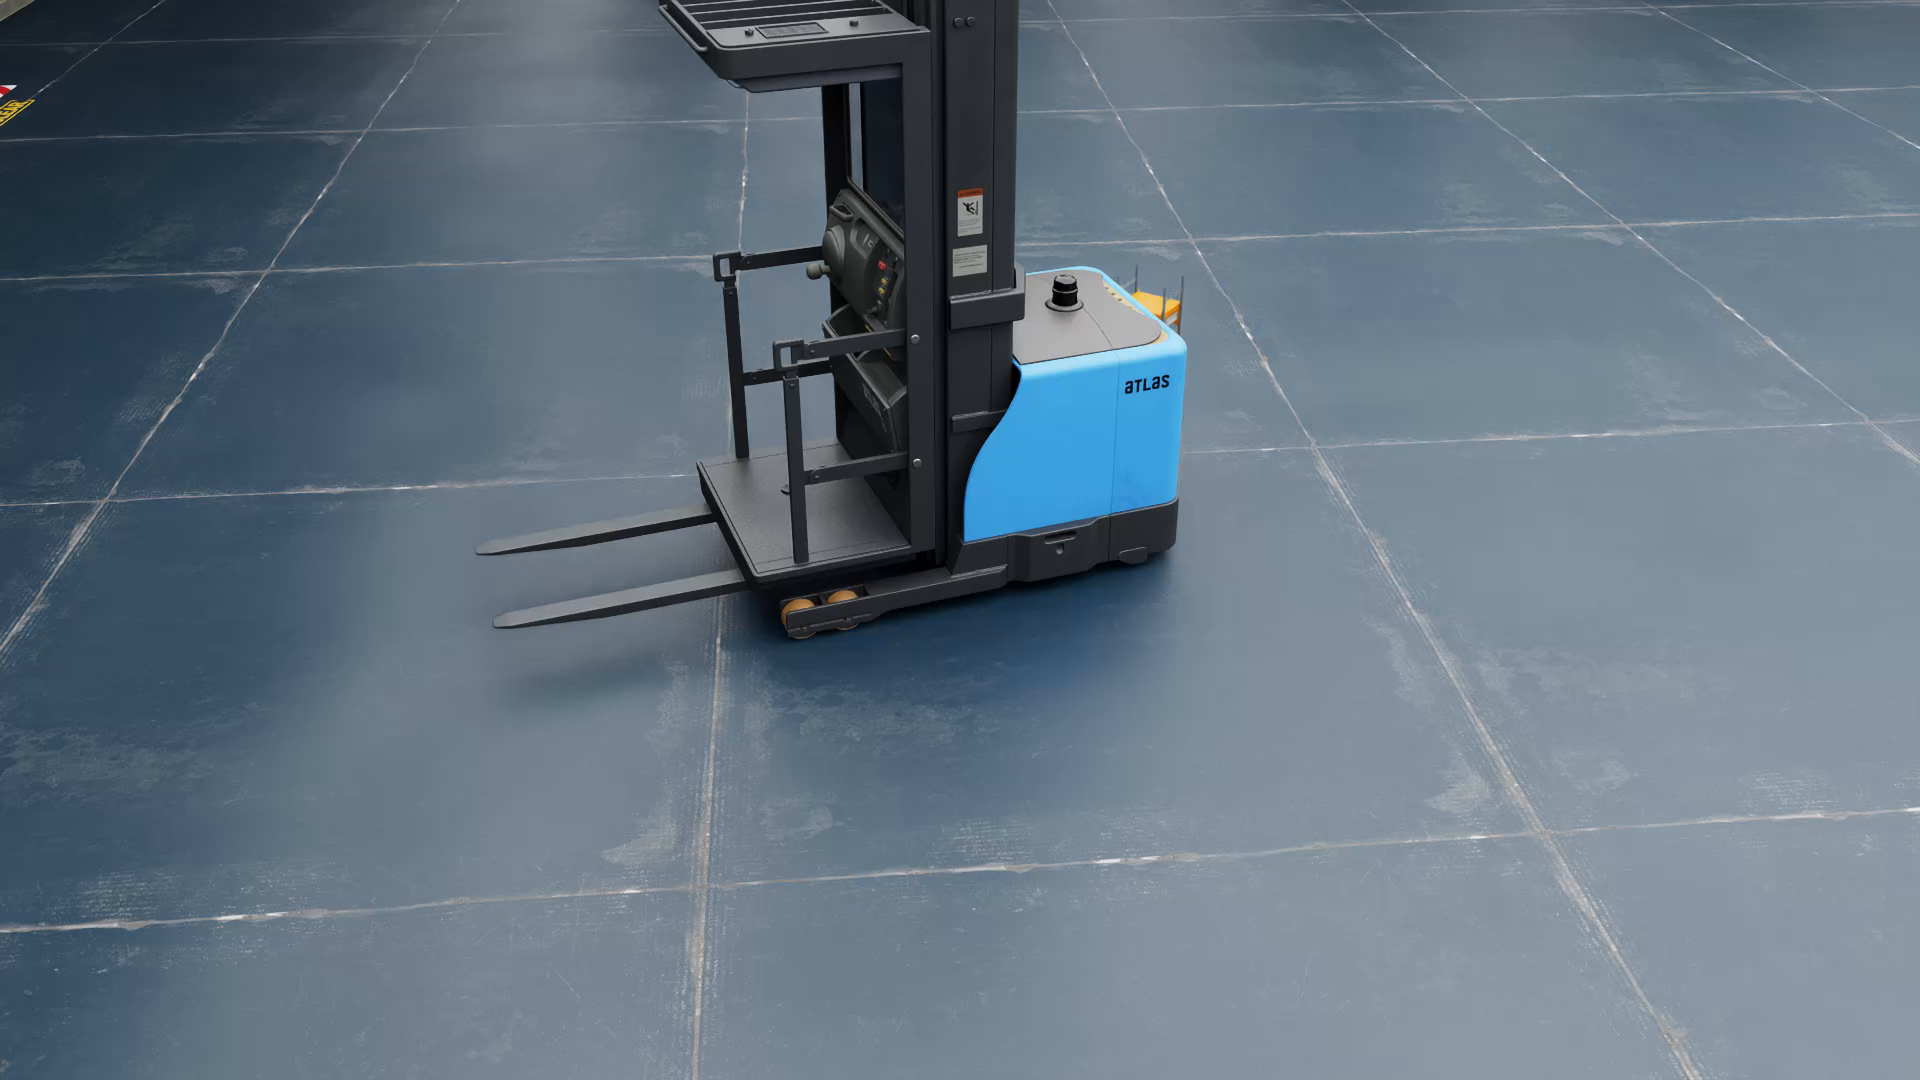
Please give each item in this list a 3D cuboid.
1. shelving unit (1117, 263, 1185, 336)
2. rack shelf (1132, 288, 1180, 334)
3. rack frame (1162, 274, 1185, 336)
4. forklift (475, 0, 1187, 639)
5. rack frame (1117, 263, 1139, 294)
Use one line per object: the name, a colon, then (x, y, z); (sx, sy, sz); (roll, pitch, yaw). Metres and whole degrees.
shelving unit: (0.894, -0.787, 8.044); (0.252, 1.050, 0.215); (19, 36, 29)
rack shelf: (0.894, -1.022, 7.904); (0.240, 0.259, 0.215); (19, 36, 29)
rack frame: (0.995, -0.752, 7.986); (0.008, 1.050, 0.200); (19, 36, 29)
forklift: (-0.585, -1.146, 6.810); (3.031, 2.935, 1.130); (-11, 33, -18)
rack frame: (0.793, -0.822, 8.102); (0.008, 1.050, 0.200); (19, 36, 29)
